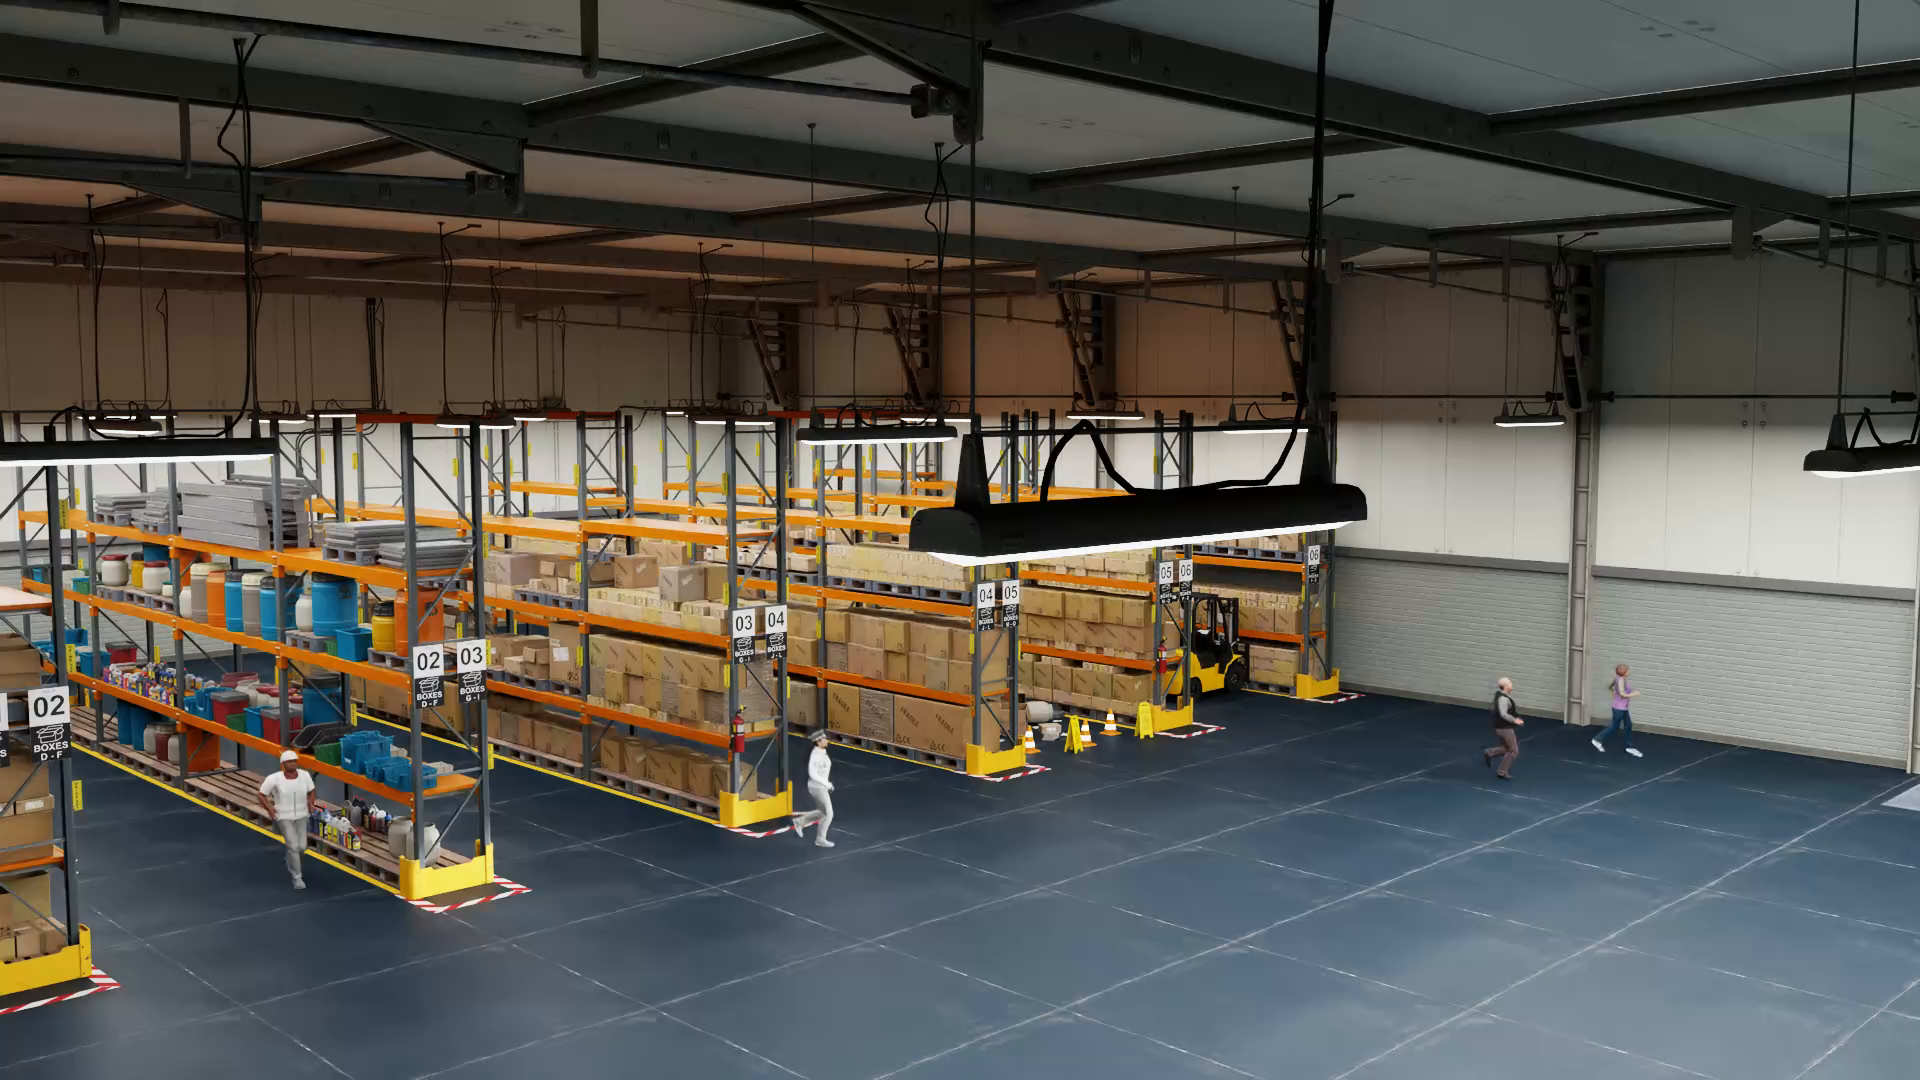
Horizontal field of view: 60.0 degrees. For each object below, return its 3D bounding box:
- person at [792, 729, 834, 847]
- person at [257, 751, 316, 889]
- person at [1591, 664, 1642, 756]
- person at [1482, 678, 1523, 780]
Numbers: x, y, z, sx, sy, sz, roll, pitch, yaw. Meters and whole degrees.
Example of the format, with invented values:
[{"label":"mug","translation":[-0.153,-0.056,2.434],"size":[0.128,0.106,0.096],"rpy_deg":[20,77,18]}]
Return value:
[{"label":"person","translation":[-2.059,3.487,23.440],"size":[0.582,1.666,0.659],"rpy_deg":[0,5,-1]},{"label":"person","translation":[-8.683,3.589,21.544],"size":[0.707,1.754,0.777],"rpy_deg":[-5,7,-43]},{"label":"person","translation":[11.566,2.982,29.217],"size":[0.828,1.595,0.558],"rpy_deg":[2,5,24]},{"label":"person","translation":[8.982,3.115,27.508],"size":[0.609,1.685,0.691],"rpy_deg":[1,5,11]}]
